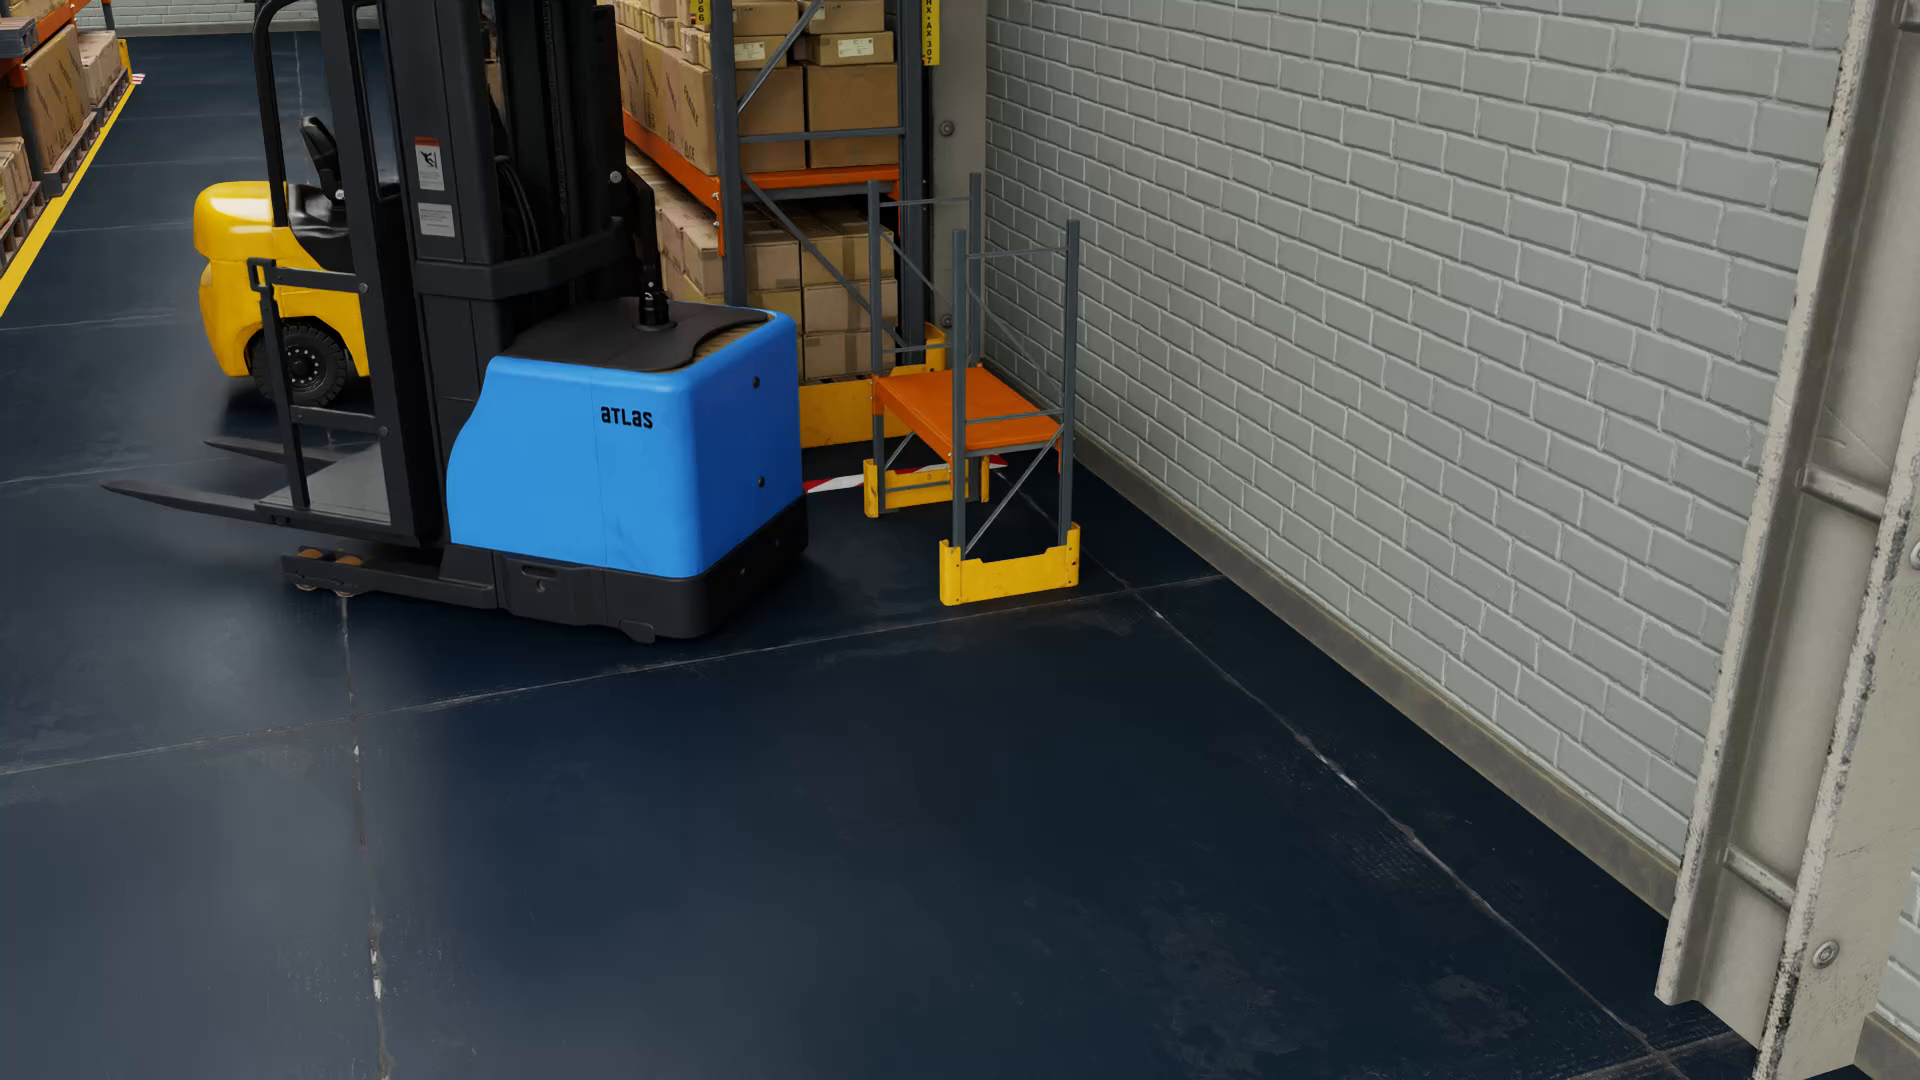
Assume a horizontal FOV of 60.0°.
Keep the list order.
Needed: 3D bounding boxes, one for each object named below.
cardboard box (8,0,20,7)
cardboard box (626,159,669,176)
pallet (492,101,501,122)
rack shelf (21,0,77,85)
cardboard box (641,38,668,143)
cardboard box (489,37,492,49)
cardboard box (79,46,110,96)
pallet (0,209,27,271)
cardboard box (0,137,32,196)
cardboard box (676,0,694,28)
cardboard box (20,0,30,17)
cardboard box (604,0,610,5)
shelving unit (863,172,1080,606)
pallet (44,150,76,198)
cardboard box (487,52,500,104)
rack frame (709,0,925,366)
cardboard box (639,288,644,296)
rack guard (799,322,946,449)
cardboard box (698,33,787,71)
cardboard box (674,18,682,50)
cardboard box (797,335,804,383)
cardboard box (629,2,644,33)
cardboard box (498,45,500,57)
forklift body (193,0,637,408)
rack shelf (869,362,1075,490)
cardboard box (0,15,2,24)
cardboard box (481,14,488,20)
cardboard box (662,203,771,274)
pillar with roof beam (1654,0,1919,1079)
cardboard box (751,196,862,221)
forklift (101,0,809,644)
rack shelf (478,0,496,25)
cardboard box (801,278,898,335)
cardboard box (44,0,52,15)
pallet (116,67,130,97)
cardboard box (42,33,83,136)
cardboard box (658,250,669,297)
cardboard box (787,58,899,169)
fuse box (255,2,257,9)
[{"bbox_3d":[-8.085,-4.539,13.707,0.500,0.250,0.500,-9,24,-19],"label":"cardboard box"},{"bbox_3d":[-1.846,-2.191,10.298,0.500,0.250,0.500,-7,24,-17],"label":"cardboard box"},{"bbox_3d":[-4.585,-4.720,18.177,1.003,0.211,1.213,-8,24,-19],"label":"pallet"},{"bbox_3d":[-8.843,-4.555,15.121,1.077,0.370,4.000,-8,24,-19],"label":"rack shelf"},{"bbox_3d":[-1.444,-2.500,9.191,0.500,0.500,0.500,-9,24,-20],"label":"cardboard box"},{"bbox_3d":[-5.030,-5.469,18.207,0.380,0.149,0.250,-7,24,-16],"label":"cardboard box"},{"bbox_3d":[-9.988,-5.194,18.469,0.875,0.438,0.875,-9,25,-21],"label":"cardboard box"},{"bbox_3d":[-7.435,-2.148,12.075,1.003,0.211,1.213,-8,24,-19],"label":"pallet"},{"bbox_3d":[-7.947,-2.936,13.196,0.950,0.372,0.625,-10,25,-23],"label":"cardboard box"},{"bbox_3d":[-1.226,-2.695,8.436,0.380,0.149,0.250,-8,24,-18],"label":"cardboard box"},{"bbox_3d":[-8.272,-4.487,14.227,0.500,0.250,0.500,-9,25,-21],"label":"cardboard box"},{"bbox_3d":[-1.986,-3.297,10.247,0.380,0.149,0.250,-8,24,-18],"label":"cardboard box"},{"bbox_3d":[0.027,-0.663,6.893,0.587,1.500,1.083,-8,24,-19],"label":"shelving unit"},{"bbox_3d":[-8.345,-3.172,14.503,1.003,0.211,1.213,-8,24,-19],"label":"pallet"},{"bbox_3d":[-4.750,-4.938,17.782,0.500,0.500,0.500,-9,24,-20],"label":"cardboard box"},{"bbox_3d":[-0.668,-1.935,7.980,1.000,3.000,0.127,-8,24,-19],"label":"rack frame"},{"bbox_3d":[-1.670,-1.540,10.041,0.500,0.250,0.500,-8,24,-17],"label":"cardboard box"},{"bbox_3d":[-0.660,-0.775,8.444,1.175,0.500,0.348,-8,24,-19],"label":"rack guard"},{"bbox_3d":[-1.053,-2.368,8.042,0.380,0.149,0.250,-8,24,-18],"label":"cardboard box"},{"bbox_3d":[-1.282,-2.651,8.714,0.380,0.149,0.250,-9,24,-19],"label":"cardboard box"},{"bbox_3d":[-1.130,-0.989,8.734,0.500,0.250,0.500,-8,24,-19],"label":"cardboard box"},{"bbox_3d":[-1.687,-3.017,9.583,0.380,0.149,0.250,-9,24,-20],"label":"cardboard box"},{"bbox_3d":[-4.595,-5.094,17.316,0.380,0.149,0.250,-8,24,-19],"label":"cardboard box"},{"bbox_3d":[-3.045,-1.983,9.185,2.313,2.155,1.214,-8,24,-19],"label":"forklift body"},{"bbox_3d":[0.030,-0.494,6.955,0.538,0.185,1.000,-8,24,-19],"label":"rack shelf"},{"bbox_3d":[-7.508,-3.978,12.608,0.380,0.149,0.250,-9,24,-19],"label":"cardboard box"},{"bbox_3d":[-6.193,-6.557,21.618,0.797,0.503,0.637,-9,25,-21],"label":"cardboard box"},{"bbox_3d":[-1.309,-1.632,8.972,0.500,0.250,0.500,-8,24,-18],"label":"cardboard box"},{"bbox_3d":[-1.979,-2.306,1.134,9.100,9.000,0.400,-8,24,-19],"label":"pillar with roof beam"},{"bbox_3d":[-0.841,-1.704,9.144,0.500,0.250,0.500,-8,24,-19],"label":"cardboard box"},{"bbox_3d":[-2.210,-1.300,6.560,3.031,2.935,1.130,8,24,19],"label":"forklift"},{"bbox_3d":[-4.201,-5.237,16.740,1.077,0.370,4.000,-8,24,-19],"label":"rack shelf"},{"bbox_3d":[-0.640,-1.292,8.808,0.500,0.250,0.500,-8,24,-18],"label":"cardboard box"},{"bbox_3d":[-8.816,-5.044,15.549,0.500,0.250,0.500,-9,24,-20],"label":"cardboard box"},{"bbox_3d":[-10.607,-5.502,20.032,1.003,0.211,1.213,-8,24,-19],"label":"pallet"},{"bbox_3d":[-8.930,-4.286,15.752,0.875,0.875,0.875,-8,24,-17],"label":"cardboard box"},{"bbox_3d":[-1.502,-1.595,9.527,0.500,0.250,0.500,-9,24,-20],"label":"cardboard box"},{"bbox_3d":[-0.584,-2.200,8.478,0.500,0.500,0.500,-8,24,-17],"label":"cardboard box"},{"bbox_3d":[-10.960,-8.754,25.816,0.539,1.711,0.414,-8,24,-19],"label":"fuse box"}]
